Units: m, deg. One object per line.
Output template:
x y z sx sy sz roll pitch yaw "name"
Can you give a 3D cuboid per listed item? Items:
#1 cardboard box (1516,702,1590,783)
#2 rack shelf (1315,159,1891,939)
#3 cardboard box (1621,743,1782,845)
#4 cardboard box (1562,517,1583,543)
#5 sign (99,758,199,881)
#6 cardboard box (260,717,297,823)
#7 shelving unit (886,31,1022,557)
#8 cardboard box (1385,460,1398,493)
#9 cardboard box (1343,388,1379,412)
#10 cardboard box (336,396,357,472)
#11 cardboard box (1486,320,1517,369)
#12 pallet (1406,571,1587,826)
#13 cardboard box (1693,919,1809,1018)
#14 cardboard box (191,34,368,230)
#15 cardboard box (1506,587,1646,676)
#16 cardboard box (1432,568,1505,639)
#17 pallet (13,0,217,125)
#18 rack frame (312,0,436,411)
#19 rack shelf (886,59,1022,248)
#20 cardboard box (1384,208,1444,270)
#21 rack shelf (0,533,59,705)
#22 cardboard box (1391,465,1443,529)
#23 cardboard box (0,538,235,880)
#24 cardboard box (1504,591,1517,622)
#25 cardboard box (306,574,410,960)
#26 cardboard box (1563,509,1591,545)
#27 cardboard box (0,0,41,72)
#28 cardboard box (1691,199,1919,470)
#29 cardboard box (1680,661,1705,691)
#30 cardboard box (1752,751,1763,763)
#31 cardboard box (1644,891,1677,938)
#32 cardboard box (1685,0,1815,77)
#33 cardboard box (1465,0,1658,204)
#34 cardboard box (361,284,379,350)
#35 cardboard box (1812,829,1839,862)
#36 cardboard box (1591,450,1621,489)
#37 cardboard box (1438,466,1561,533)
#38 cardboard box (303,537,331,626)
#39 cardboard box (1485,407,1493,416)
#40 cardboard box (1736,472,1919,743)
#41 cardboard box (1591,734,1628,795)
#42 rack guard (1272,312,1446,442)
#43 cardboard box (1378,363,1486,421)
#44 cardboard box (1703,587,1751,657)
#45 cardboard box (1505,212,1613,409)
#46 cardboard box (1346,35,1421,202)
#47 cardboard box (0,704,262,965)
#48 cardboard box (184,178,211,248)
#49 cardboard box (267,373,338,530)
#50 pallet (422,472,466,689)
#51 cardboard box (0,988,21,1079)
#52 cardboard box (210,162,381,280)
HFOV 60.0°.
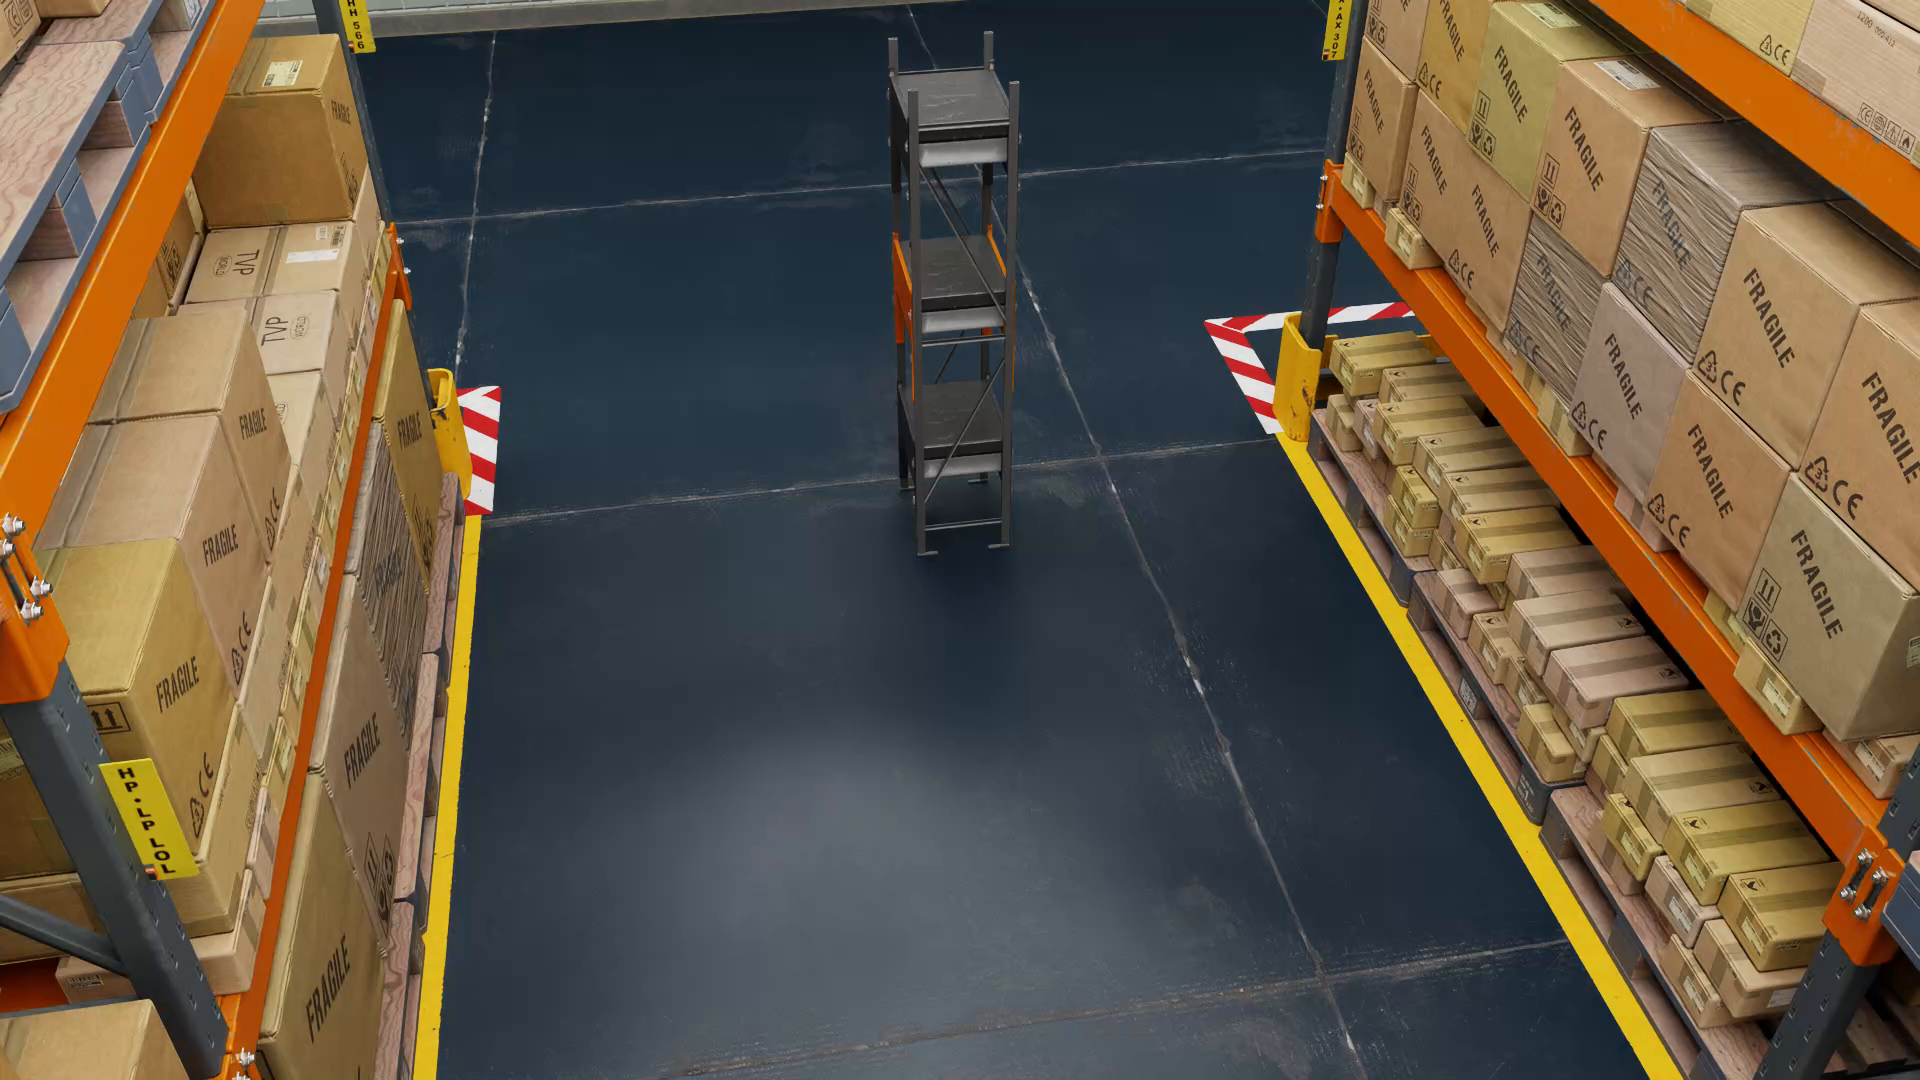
2.211 0.698 5.888 0.380 0.149 0.250 -6 38 -8 "cardboard box"
2.446 -0.360 5.855 1.077 0.370 4.000 -6 38 -8 "rack shelf"
2.343 0.802 5.269 0.380 0.149 0.250 -7 38 -8 "cardboard box"
2.662 0.012 6.772 0.380 0.149 0.250 -8 39 -10 "cardboard box"
-1.572 0.546 3.223 0.100 0.325 0.005 -6 38 -8 "sign"
-1.922 0.603 4.233 0.380 0.149 0.250 -5 38 -6 "cardboard box"
-0.029 -0.929 6.735 0.431 2.100 0.503 -6 38 -8 "shelving unit"
2.049 -0.243 7.099 0.380 0.149 0.250 -6 38 -7 "cardboard box"
1.934 -0.666 7.401 0.380 0.149 0.250 -5 38 -6 "cardboard box"
-2.193 -0.328 5.432 0.380 0.149 0.250 -6 38 -8 "cardboard box"
2.128 -0.744 5.968 0.380 0.149 0.250 -7 38 -9 "cardboard box"
2.426 0.525 6.403 1.003 0.211 1.213 -6 38 -8 "pallet"
2.428 1.250 4.935 0.380 0.149 0.250 -6 38 -7 "cardboard box"
-2.462 -1.468 5.963 0.500 0.500 0.500 -6 38 -7 "cardboard box"
2.177 0.322 5.887 0.380 0.149 0.250 -8 38 -10 "cardboard box"
2.082 0.227 6.494 0.380 0.149 0.250 -8 39 -10 "cardboard box"
-2.448 -1.344 4.162 1.003 0.211 1.213 -6 38 -8 "pallet"
-2.806 -1.380 6.581 1.000 3.000 0.127 -6 38 -8 "rack frame"
-0.029 -1.471 6.313 0.431 0.518 0.480 -6 38 -8 "rack shelf"
1.909 -1.205 6.560 0.380 0.149 0.250 -7 38 -9 "cardboard box"
-1.754 1.344 1.217 1.077 0.370 4.000 -6 38 -8 "rack shelf"
1.995 -0.189 6.788 0.380 0.149 0.250 -5 38 -7 "cardboard box"
-1.937 0.365 3.604 0.500 0.500 0.500 -6 38 -8 "cardboard box"
2.261 0.284 6.178 0.380 0.149 0.250 -5 38 -6 "cardboard box"
-2.299 0.759 5.218 0.875 0.875 0.875 -6 38 -8 "cardboard box"
2.665 -0.097 6.668 0.380 0.149 0.250 -6 38 -7 "cardboard box"
-2.391 -1.185 3.380 0.700 0.500 0.500 -4 38 -6 "cardboard box"
2.352 -0.555 4.380 0.500 0.500 0.500 -7 38 -9 "cardboard box"
2.767 0.534 5.856 0.380 0.149 0.250 -5 38 -6 "cardboard box"
2.789 0.583 5.551 0.380 0.149 0.250 -7 38 -9 "cardboard box"
2.429 1.158 5.296 0.380 0.149 0.250 -5 38 -7 "cardboard box"
2.279 -1.438 4.334 0.500 0.250 0.500 -7 38 -9 "cardboard box"
2.076 -1.484 5.576 0.500 0.500 0.500 -7 38 -9 "cardboard box"
-2.329 -0.792 6.029 0.380 0.149 0.250 -6 38 -8 "cardboard box"
2.915 1.010 5.244 0.380 0.149 0.250 -6 38 -8 "cardboard box"
2.285 -0.275 5.364 0.380 0.149 0.250 -7 38 -9 "cardboard box"
2.101 -0.145 6.489 0.380 0.149 0.250 -5 38 -6 "cardboard box"
-2.057 0.138 4.832 0.380 0.149 0.250 -6 38 -7 "cardboard box"
2.425 -0.677 7.173 0.380 0.149 0.250 -6 38 -7 "cardboard box"
2.433 0.145 4.294 0.500 0.500 0.500 -6 38 -8 "cardboard box"
2.357 0.766 5.558 0.380 0.149 0.250 -6 38 -8 "cardboard box"
2.108 -0.819 7.897 1.175 0.500 0.348 -6 38 -8 "rack guard"
2.019 -0.621 7.100 0.380 0.149 0.250 -6 38 -7 "cardboard box"
2.375 0.204 4.747 0.380 0.149 0.250 -5 38 -6 "cardboard box"
2.189 -0.783 5.489 0.500 0.500 0.500 -7 38 -9 "cardboard box"
1.902 -1.708 6.680 0.500 0.500 0.500 -5 38 -6 "cardboard box"
-1.929 0.666 3.828 0.500 0.250 0.500 -7 38 -9 "cardboard box"
-2.988 -1.119 6.125 0.500 0.250 0.500 -7 38 -9 "cardboard box"
-2.186 -0.246 5.001 0.500 0.250 0.500 -6 38 -8 "cardboard box"
-2.589 0.196 6.826 1.003 0.211 1.213 -6 38 -8 "pallet"
-1.984 0.985 2.637 0.797 0.503 0.637 -7 38 -9 "cardboard box"
-2.460 -1.174 6.196 0.500 0.250 0.500 -7 38 -9 "cardboard box"
